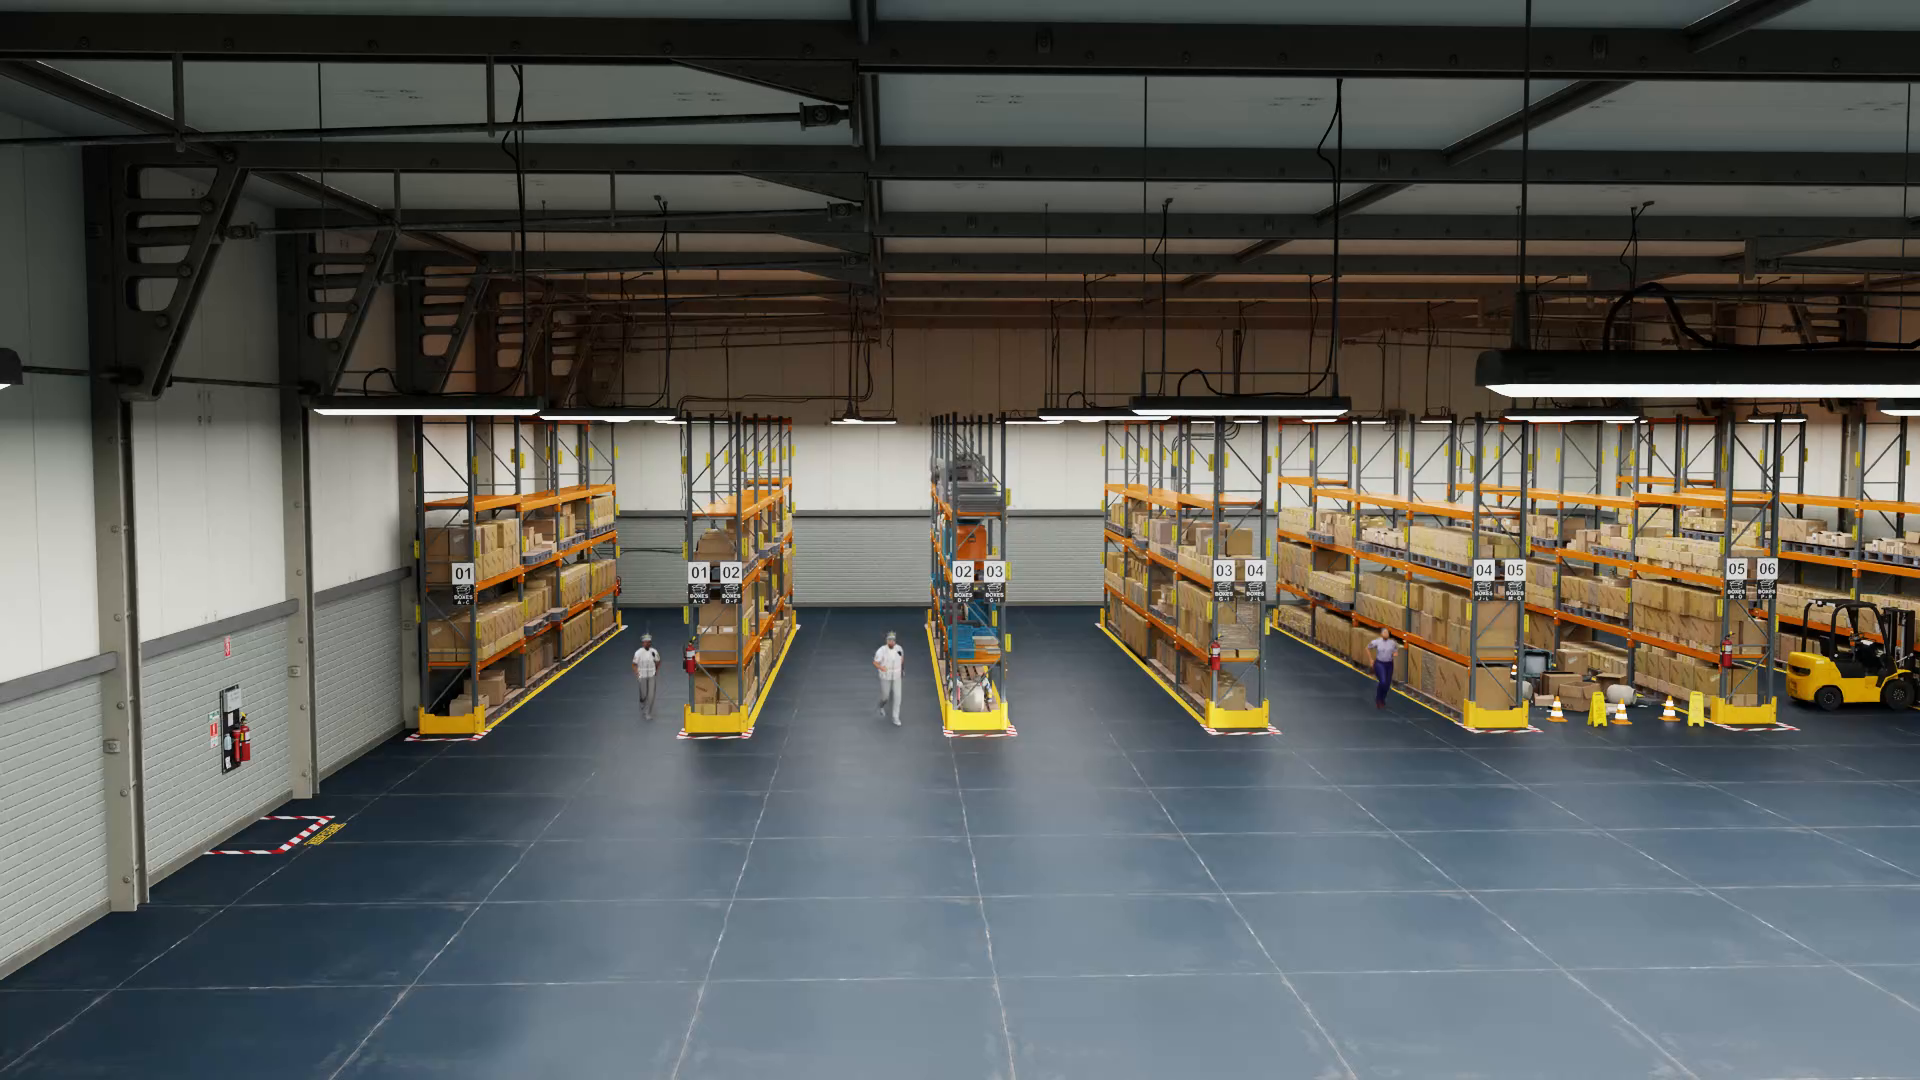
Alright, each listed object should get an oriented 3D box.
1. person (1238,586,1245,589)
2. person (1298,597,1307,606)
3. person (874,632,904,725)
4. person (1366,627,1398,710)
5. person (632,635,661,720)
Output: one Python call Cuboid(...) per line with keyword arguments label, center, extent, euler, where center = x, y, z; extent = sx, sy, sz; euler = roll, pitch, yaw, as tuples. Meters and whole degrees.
Cuboid(label="person", center=(8.268, 1.650, 48.213), extent=(0.874, 1.564, 0.603), euler=(-4, 5, -42))
Cuboid(label="person", center=(10.253, 1.592, 49.007), extent=(0.591, 1.635, 0.576), euler=(0, 4, 2))
Cuboid(label="person", center=(-1.368, 2.649, 32.260), extent=(0.647, 1.761, 0.950), euler=(-1, 4, -17))
Cuboid(label="person", center=(8.604, 2.614, 33.751), extent=(0.575, 1.689, 0.711), euler=(-1, 4, -14))
Cuboid(label="person", center=(-6.152, 2.677, 32.686), extent=(0.575, 1.665, 0.611), euler=(-1, 4, -18))
